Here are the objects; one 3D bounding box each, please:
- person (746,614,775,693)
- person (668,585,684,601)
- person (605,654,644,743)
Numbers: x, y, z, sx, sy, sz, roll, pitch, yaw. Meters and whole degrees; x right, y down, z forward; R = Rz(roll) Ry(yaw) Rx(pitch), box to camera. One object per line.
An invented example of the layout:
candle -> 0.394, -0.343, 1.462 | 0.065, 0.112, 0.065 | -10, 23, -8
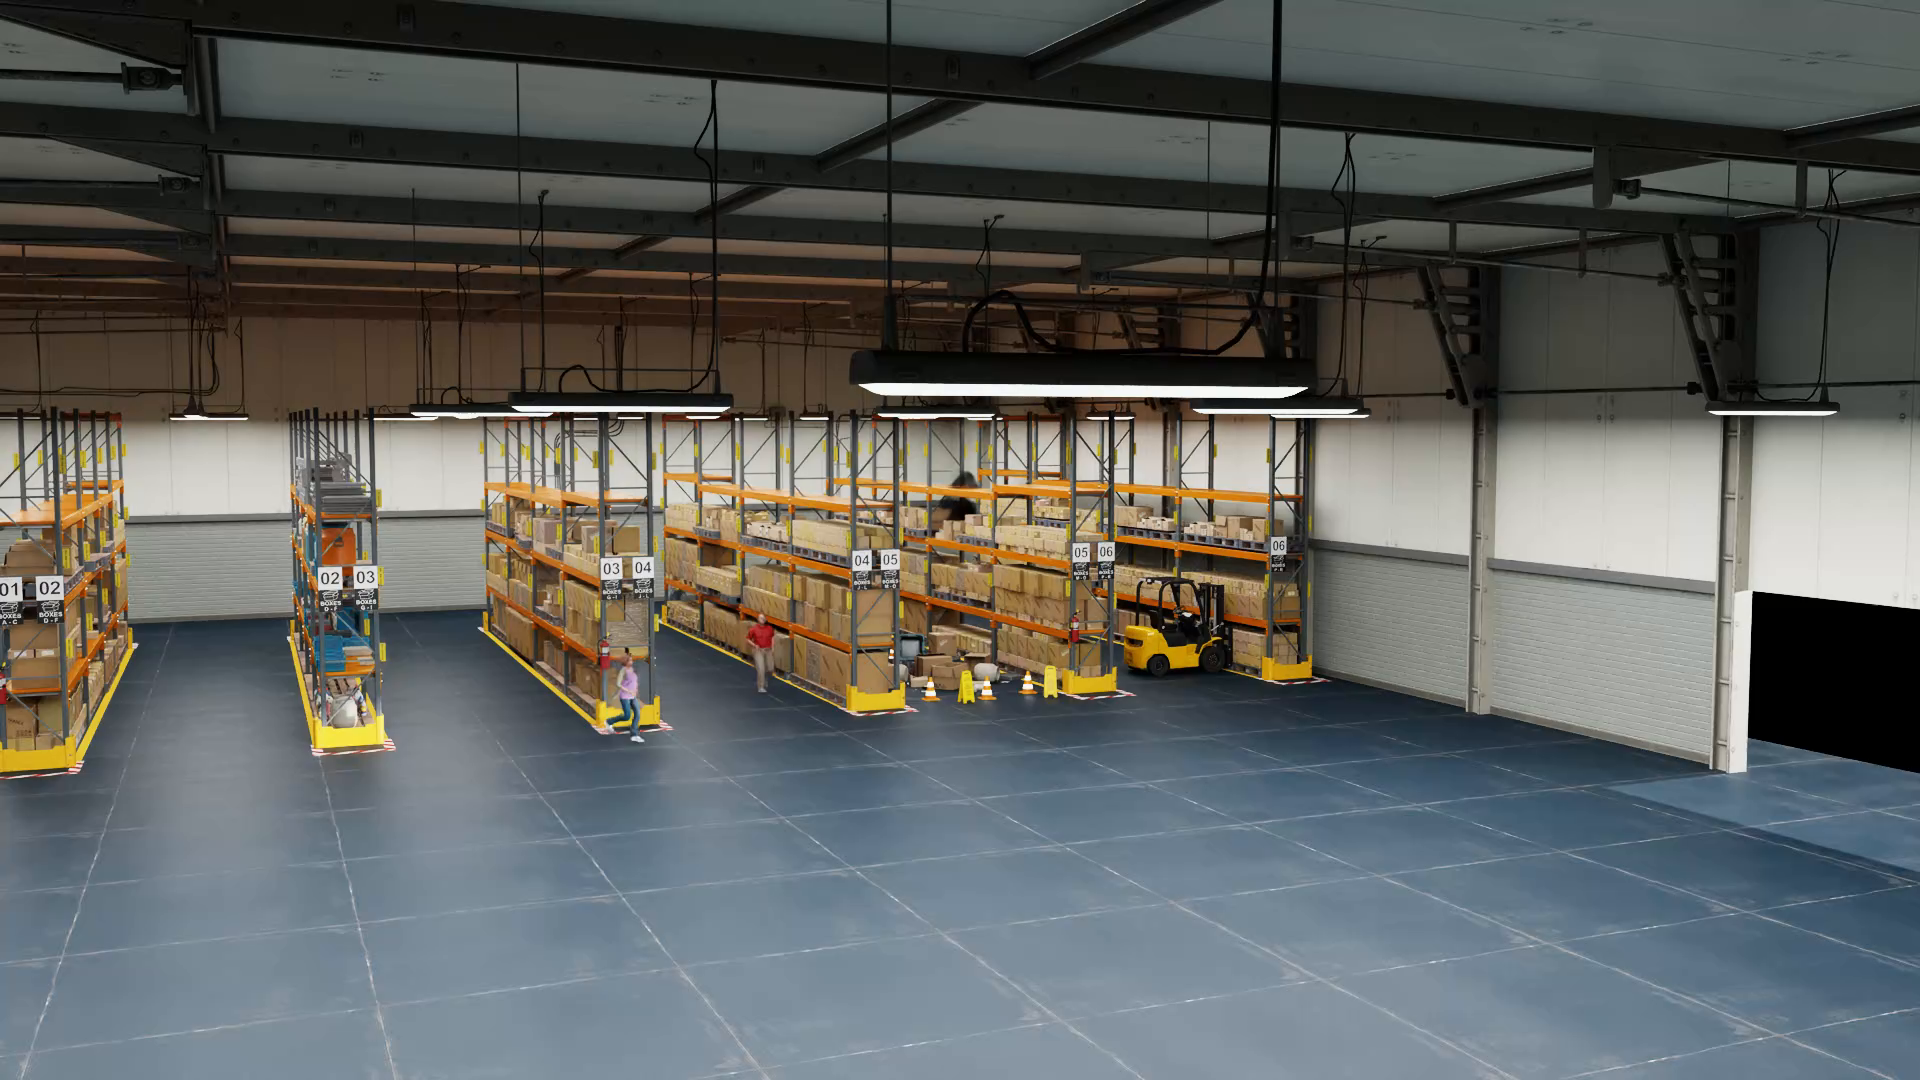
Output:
person -> -4.202, 2.405, 35.376 | 0.659, 1.672, 0.622 | -2, 4, -27
person -> -8.366, 1.427, 49.242 | 0.580, 1.694, 0.743 | 0, 4, -2
person -> -6.023, 2.851, 29.987 | 0.786, 1.576, 0.558 | 1, 4, 19
